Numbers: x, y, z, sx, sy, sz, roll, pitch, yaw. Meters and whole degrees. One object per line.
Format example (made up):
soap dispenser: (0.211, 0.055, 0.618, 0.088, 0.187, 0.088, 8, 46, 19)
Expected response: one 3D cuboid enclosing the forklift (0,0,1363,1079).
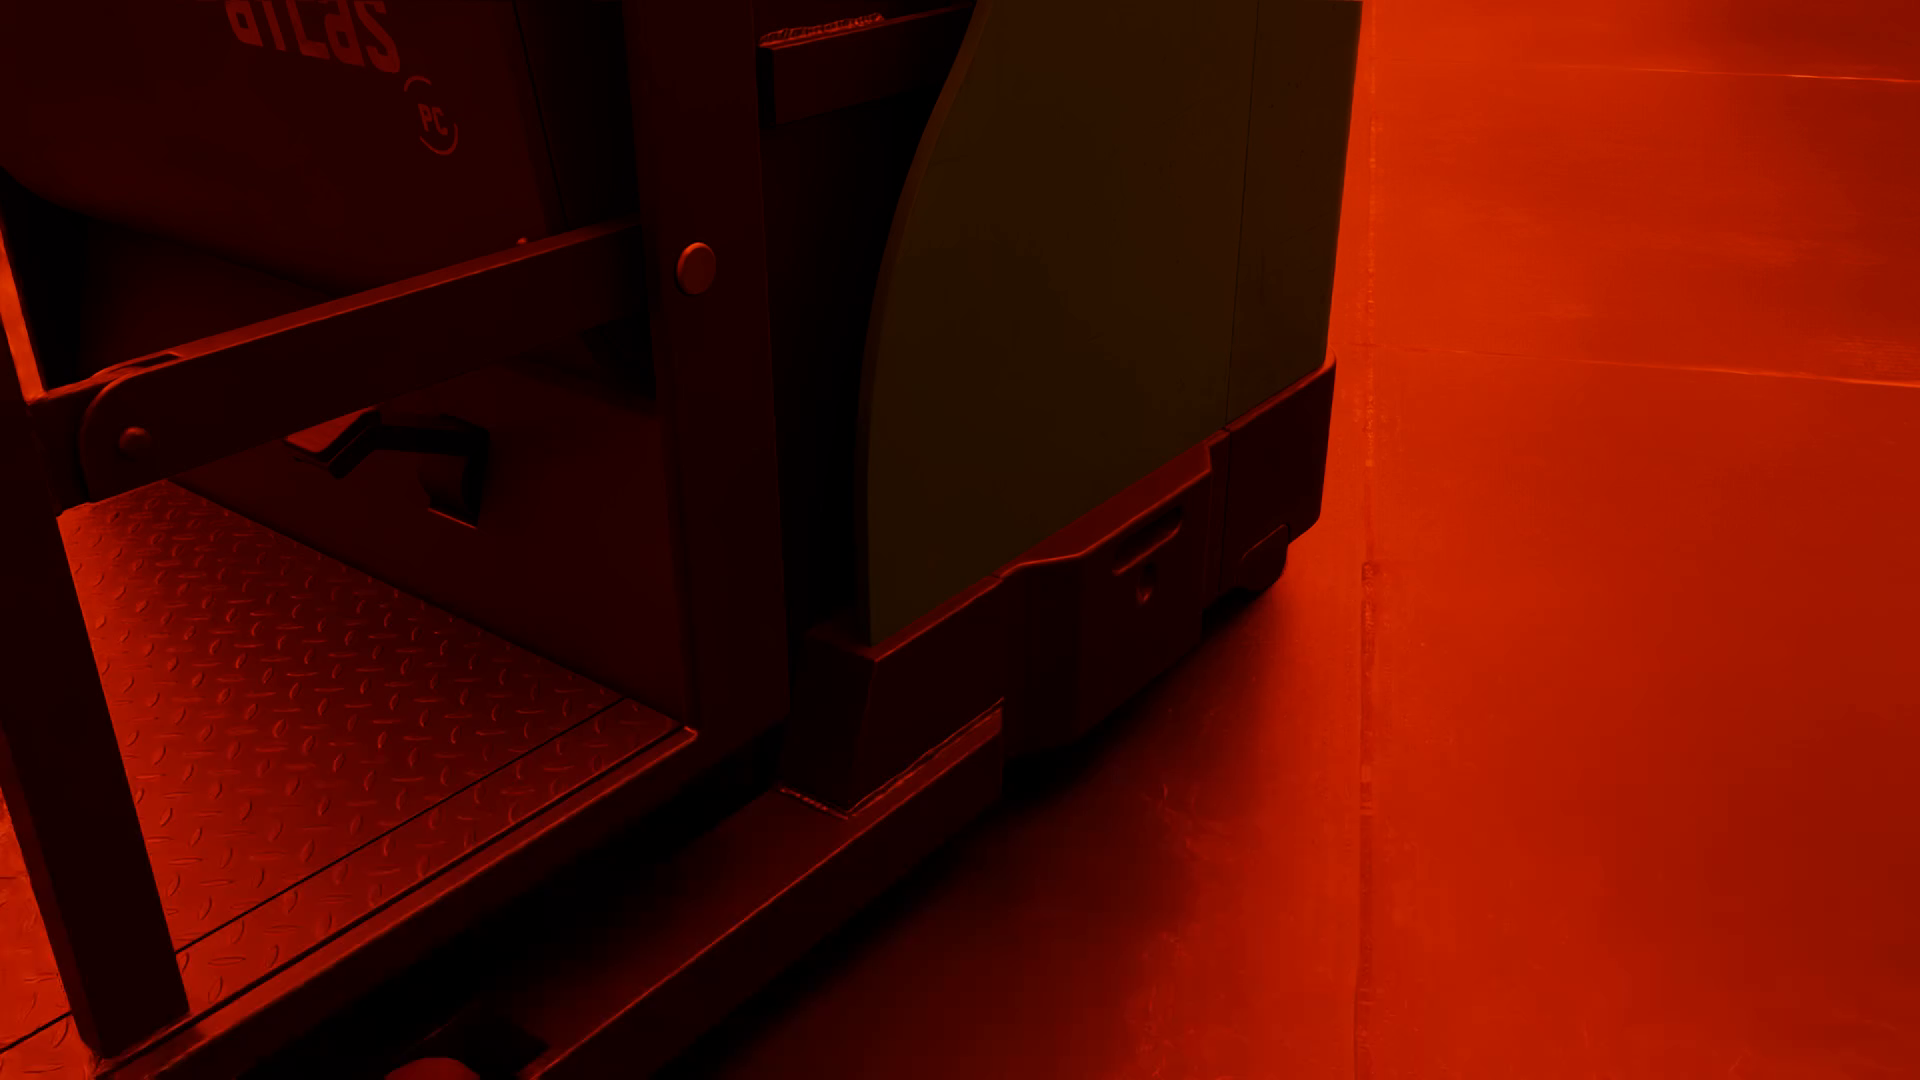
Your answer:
forklift: (-0.767, -0.903, 1.035, 1.130, 2.935, 3.031, 19, 32, 33)
